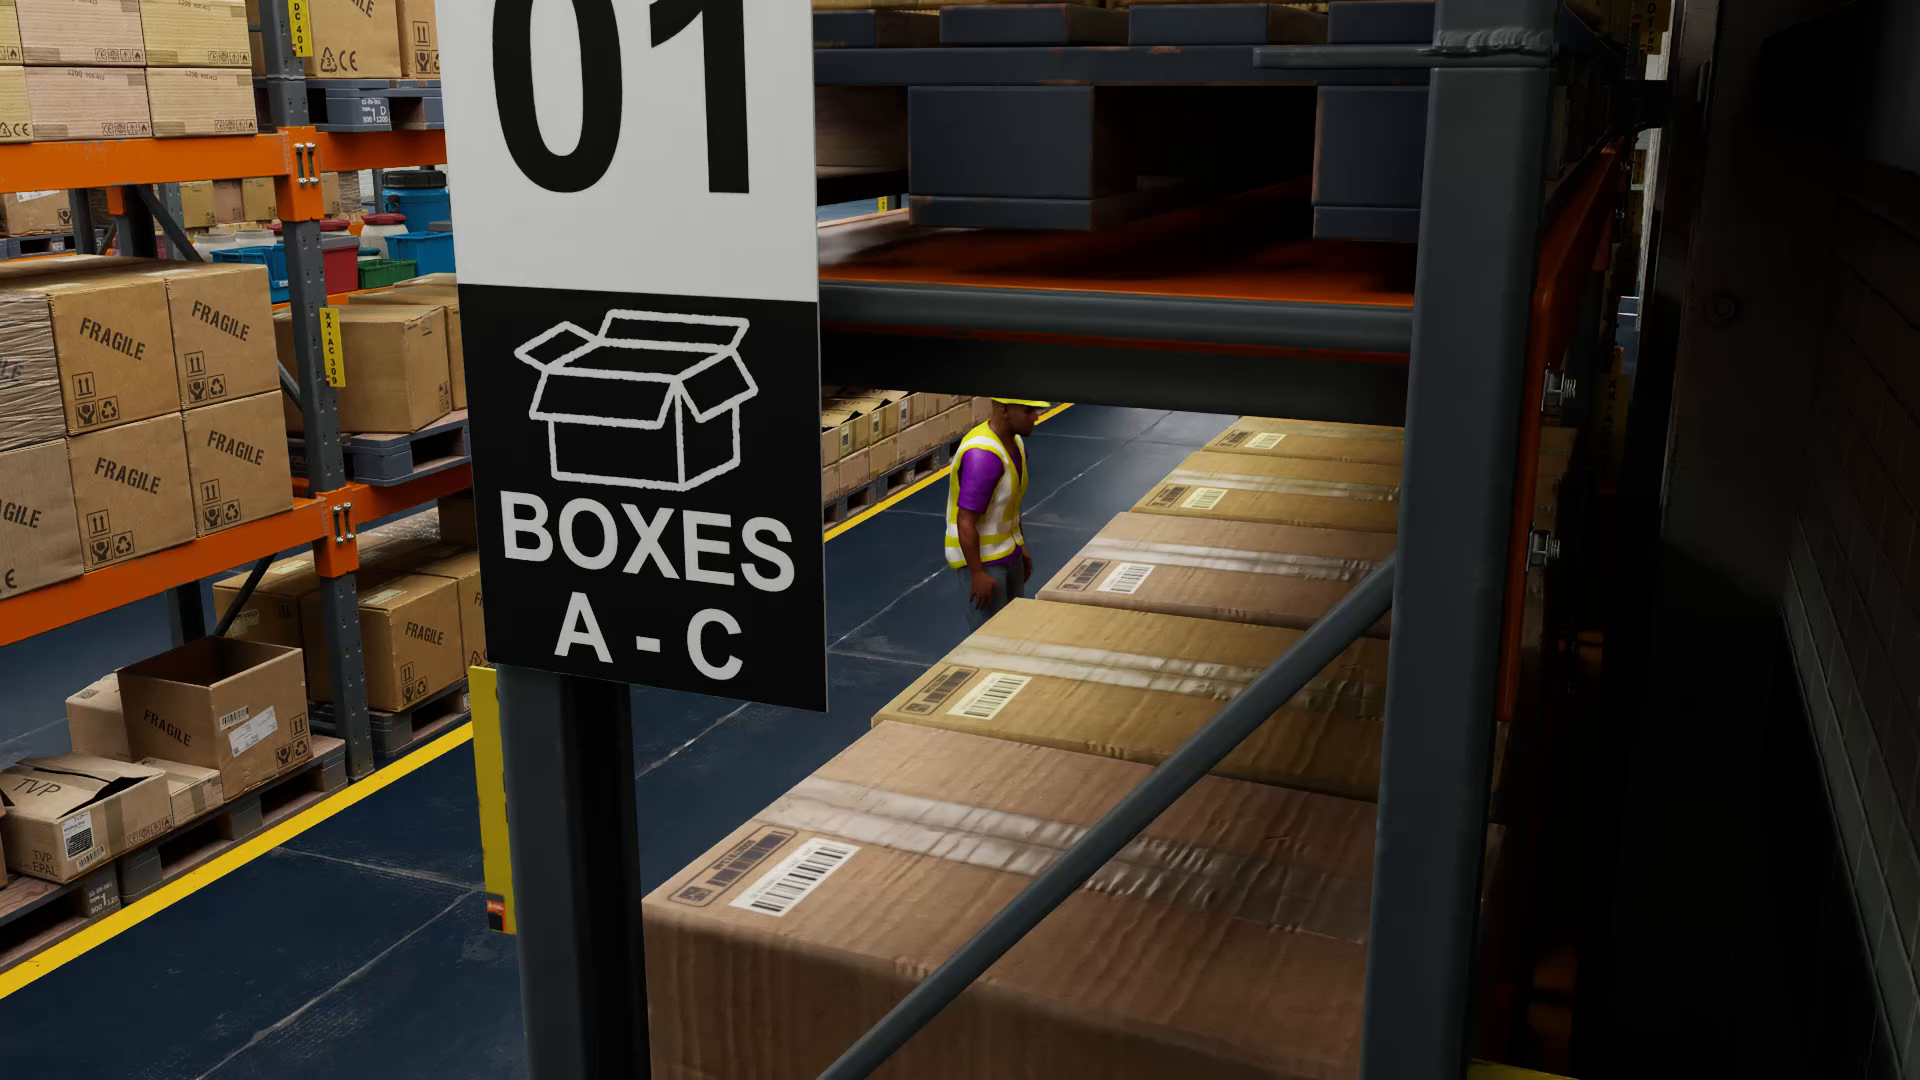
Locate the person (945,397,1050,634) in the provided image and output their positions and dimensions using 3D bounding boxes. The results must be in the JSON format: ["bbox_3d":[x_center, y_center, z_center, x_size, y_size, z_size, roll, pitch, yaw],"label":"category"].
[{"bbox_3d":[0.175,0.093,7.646,0.459,1.761,0.626,6,16,21],"label":"person"}]
